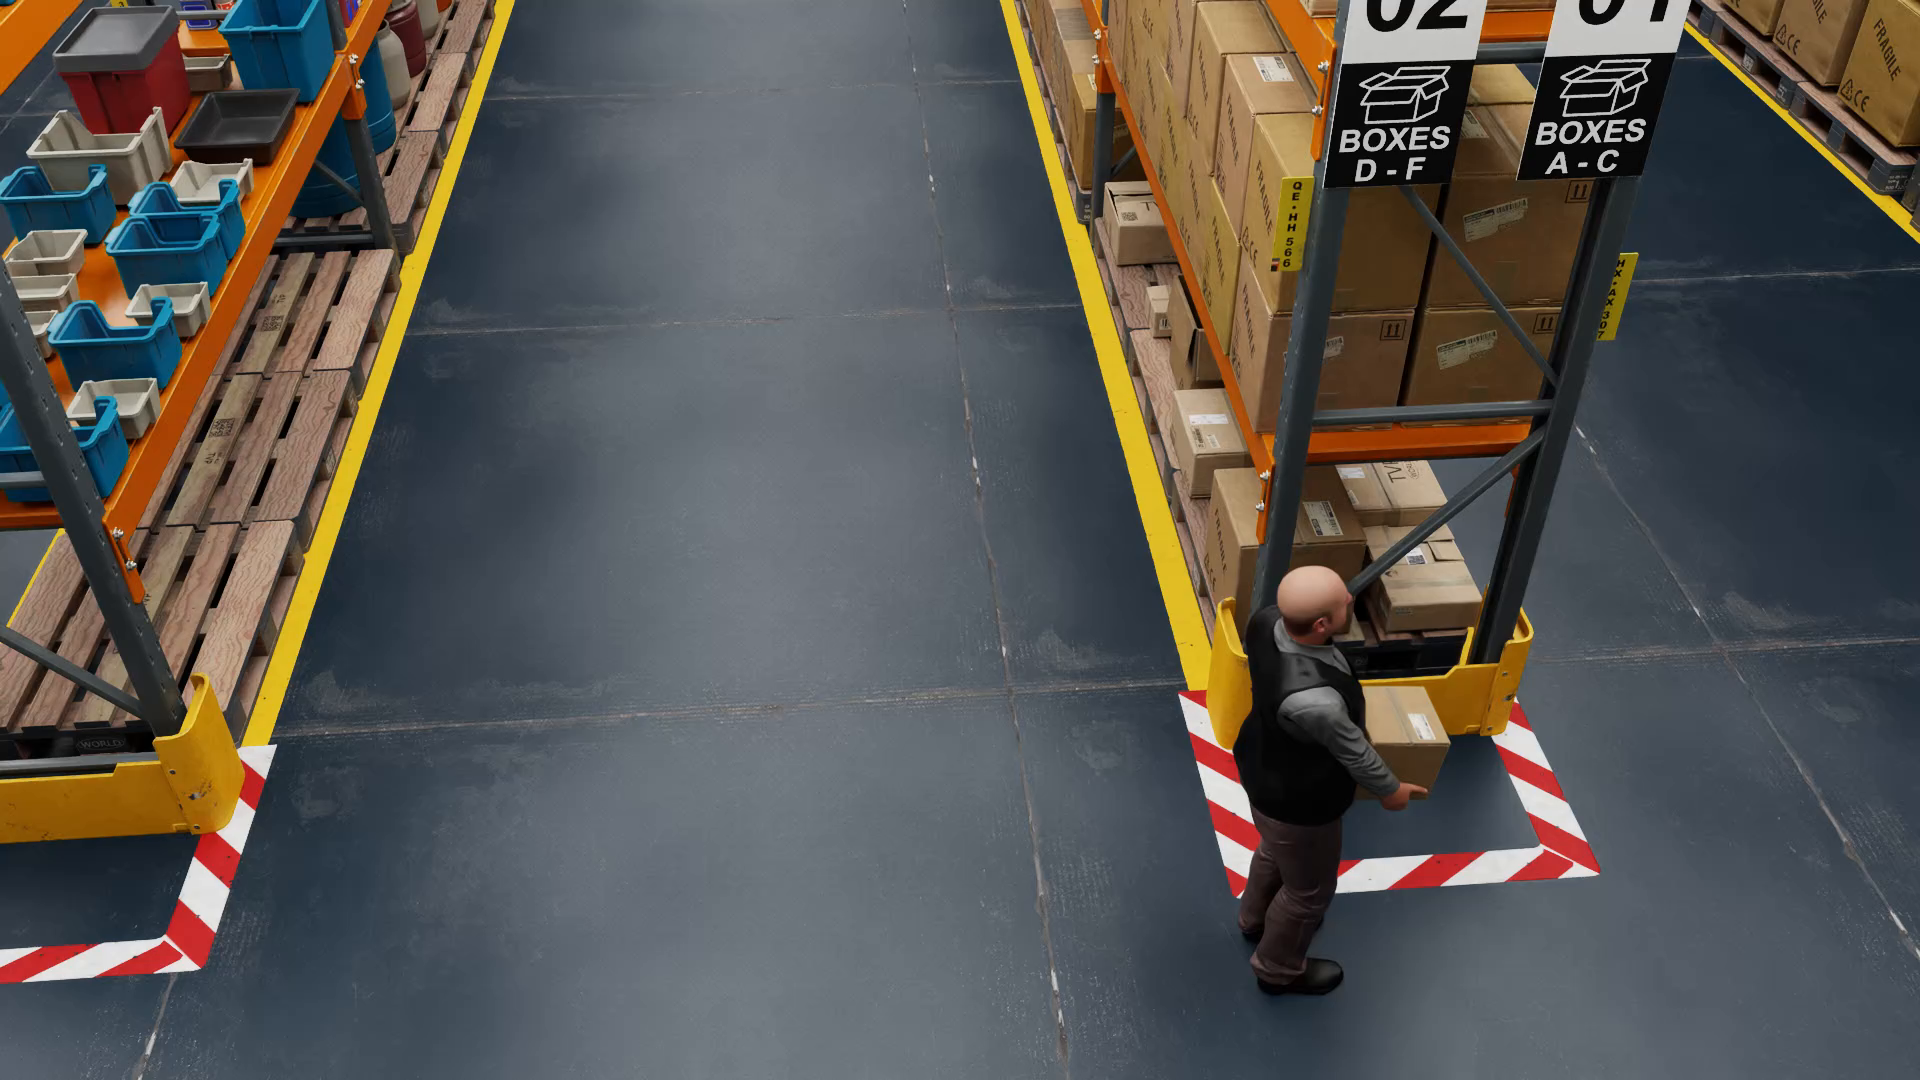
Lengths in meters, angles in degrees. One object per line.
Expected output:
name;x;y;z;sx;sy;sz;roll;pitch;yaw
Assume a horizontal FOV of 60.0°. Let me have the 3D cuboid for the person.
person;1.144;0.753;5.246;0.554;1.716;0.495;-4;39;-5
